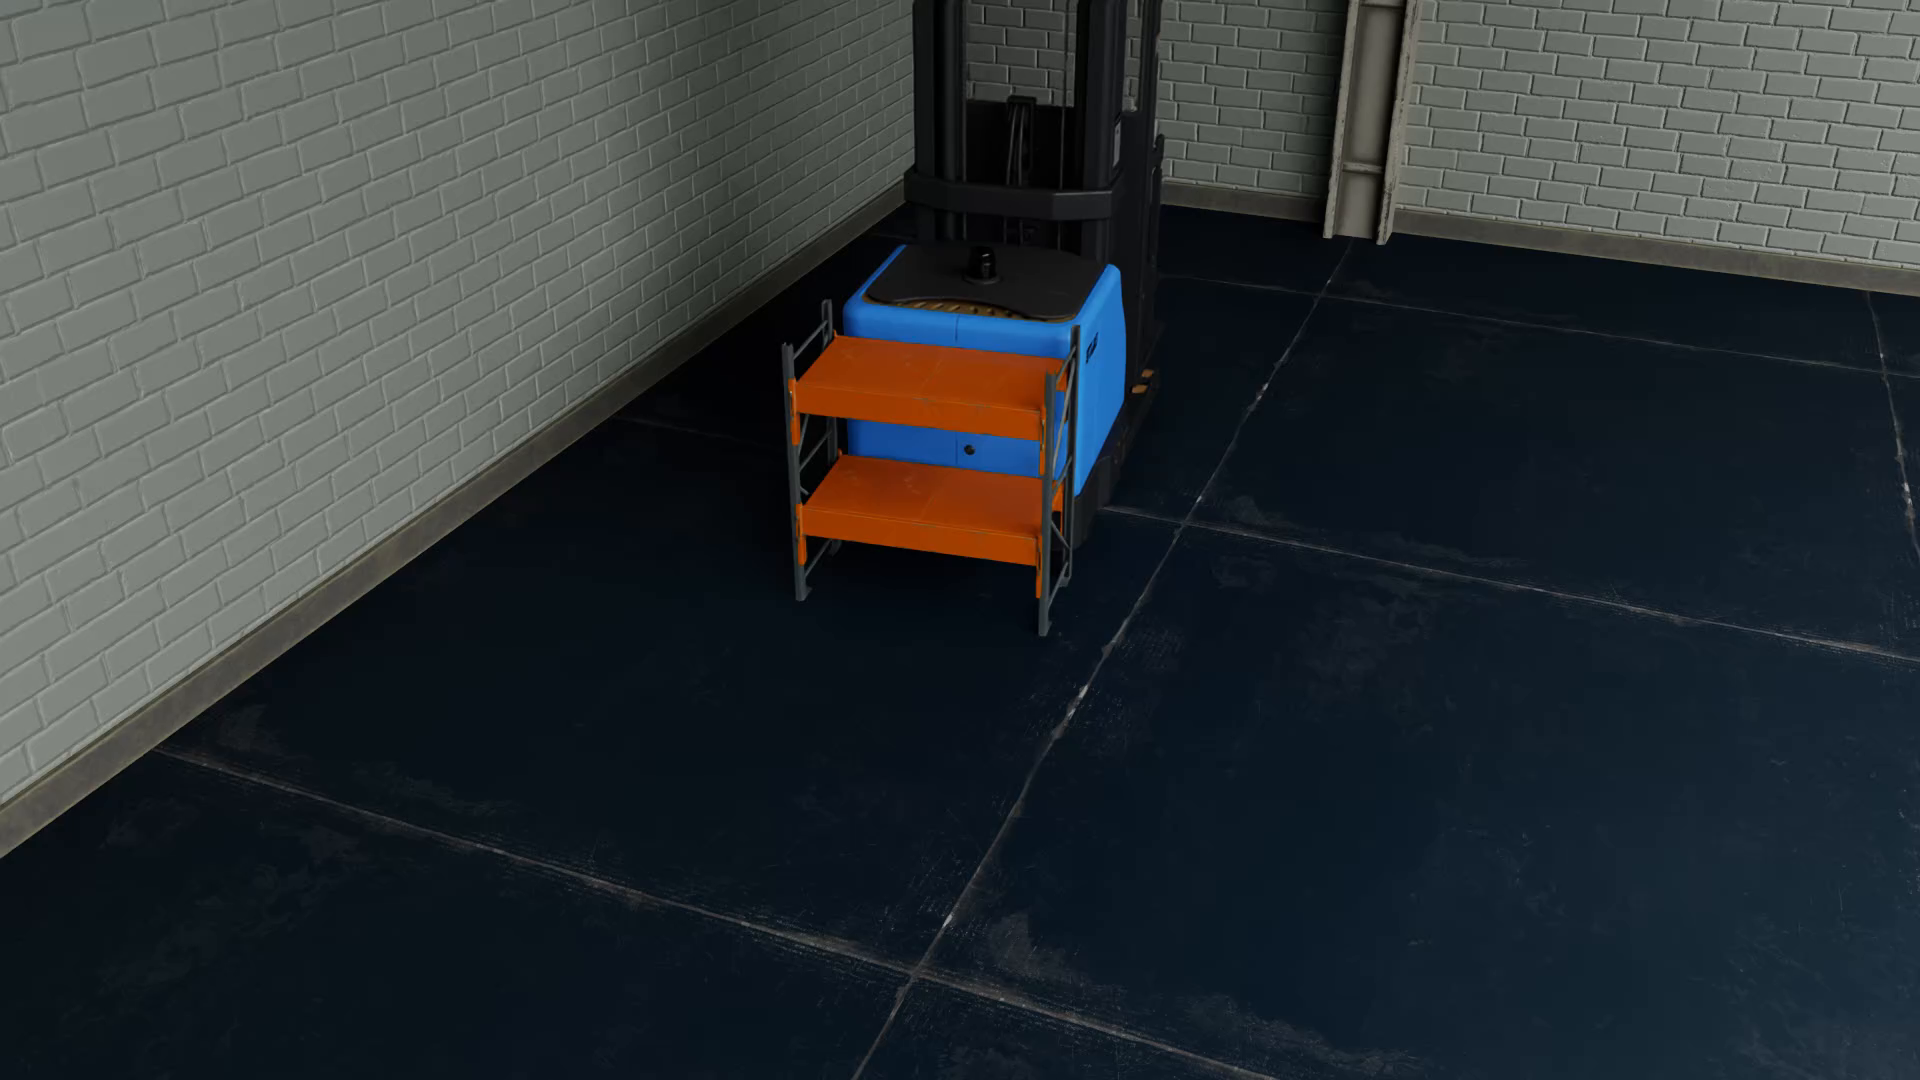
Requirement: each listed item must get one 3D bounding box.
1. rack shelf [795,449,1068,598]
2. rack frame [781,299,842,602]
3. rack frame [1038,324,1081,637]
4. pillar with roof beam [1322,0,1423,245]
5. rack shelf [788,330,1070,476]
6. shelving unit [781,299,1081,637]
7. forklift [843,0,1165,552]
[{"bbox_3d":[-0.102,-0.079,6.743,1.000,0.278,0.538,8,30,13],"label":"rack shelf"},{"bbox_3d":[-0.593,-0.357,6.738,0.032,1.125,0.500,8,30,13],"label":"rack frame"},{"bbox_3d":[0.389,-0.226,6.507,0.032,1.125,0.500,8,30,13],"label":"rack frame"},{"bbox_3d":[0.952,-3.935,5.067,0.400,9.000,9.100,11,31,19],"label":"pillar with roof beam"},{"bbox_3d":[-0.102,-0.546,6.479,1.000,0.278,0.538,8,30,13],"label":"rack shelf"},{"bbox_3d":[-0.102,-0.292,6.623,1.048,1.125,0.538,8,30,13],"label":"shelving unit"},{"bbox_3d":[0.396,-1.935,7.695,1.130,2.935,3.031,8,30,14],"label":"forklift"}]
